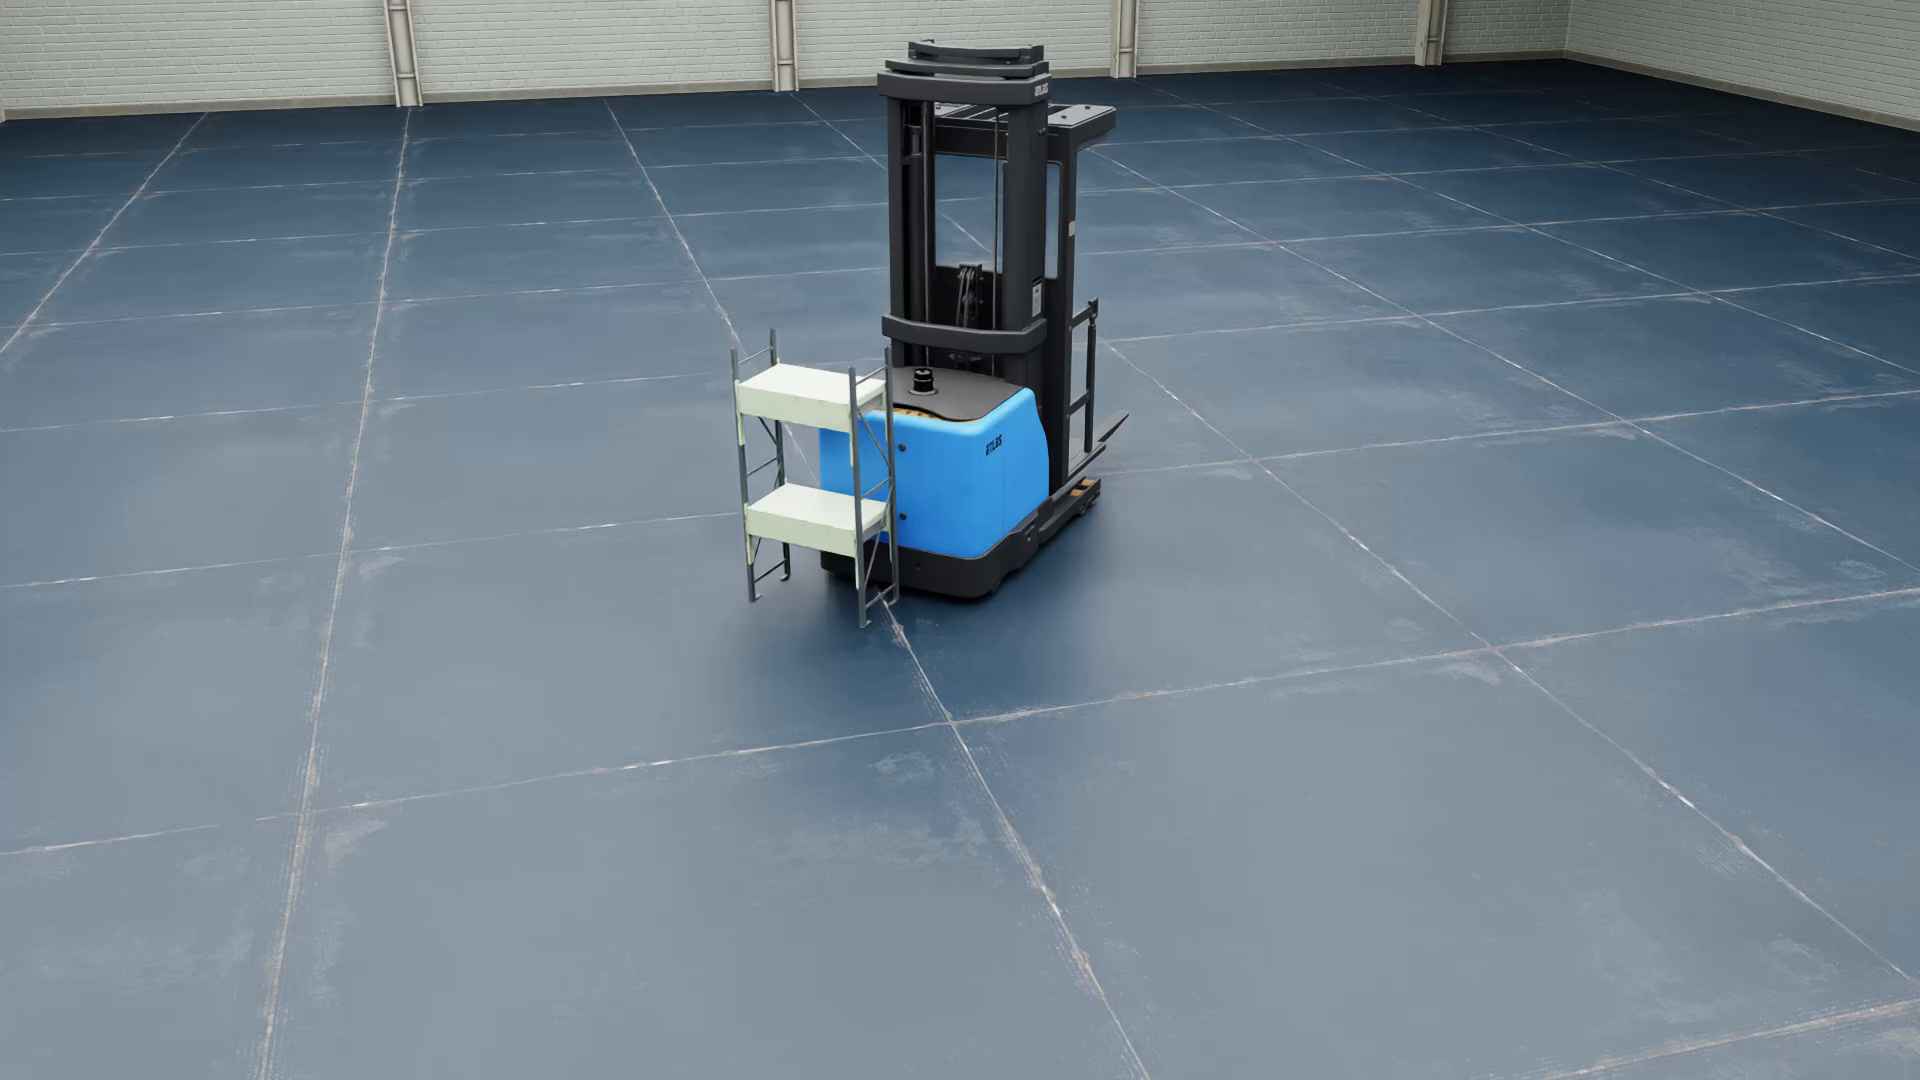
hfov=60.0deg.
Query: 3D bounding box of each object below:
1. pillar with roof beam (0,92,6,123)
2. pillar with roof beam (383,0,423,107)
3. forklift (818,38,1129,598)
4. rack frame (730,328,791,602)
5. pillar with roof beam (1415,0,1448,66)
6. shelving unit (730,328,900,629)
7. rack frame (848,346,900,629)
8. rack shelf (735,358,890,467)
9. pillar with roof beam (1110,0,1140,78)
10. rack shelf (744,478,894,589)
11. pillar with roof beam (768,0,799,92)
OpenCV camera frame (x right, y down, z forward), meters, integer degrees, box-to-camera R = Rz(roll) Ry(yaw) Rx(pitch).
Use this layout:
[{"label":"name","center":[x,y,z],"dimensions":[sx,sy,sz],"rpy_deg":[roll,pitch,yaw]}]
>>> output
[{"label":"pillar with roof beam","center":[-13.304,-8.738,19.202],"dimensions":[0.400,9.000,9.100],"rpy_deg":[-6,24,-14]},{"label":"pillar with roof beam","center":[-7.527,-9.377,20.691],"dimensions":[0.400,9.000,9.100],"rpy_deg":[-6,24,-14]},{"label":"forklift","center":[0.262,-1.570,10.192],"dimensions":[1.130,2.935,3.031],"rpy_deg":[10,25,23]},{"label":"rack frame","center":[-1.104,-0.407,9.279],"dimensions":[0.023,1.500,0.400],"rpy_deg":[12,28,25]},{"label":"pillar with roof beam","center":[9.804,-11.294,25.159],"dimensions":[0.400,9.000,9.100],"rpy_deg":[-6,24,-14]},{"label":"shelving unit","center":[-0.781,-0.339,9.121],"dimensions":[0.755,1.500,0.431],"rpy_deg":[12,28,25]},{"label":"rack frame","center":[-0.457,-0.272,8.964],"dimensions":[0.023,1.500,0.400],"rpy_deg":[12,28,25]},{"label":"rack shelf","center":[-0.786,-0.694,8.958],"dimensions":[0.720,0.370,0.431],"rpy_deg":[12,28,25]},{"label":"pillar with roof beam","center":[4.027,-10.655,23.670],"dimensions":[0.400,9.000,9.100],"rpy_deg":[-6,24,-14]},{"label":"rack shelf","center":[-0.776,-0.043,9.258],"dimensions":[0.720,0.370,0.431],"rpy_deg":[12,28,25]},{"label":"pillar with roof beam","center":[-1.750,-10.016,22.180],"dimensions":[0.400,9.000,9.100],"rpy_deg":[-6,24,-14]}]
